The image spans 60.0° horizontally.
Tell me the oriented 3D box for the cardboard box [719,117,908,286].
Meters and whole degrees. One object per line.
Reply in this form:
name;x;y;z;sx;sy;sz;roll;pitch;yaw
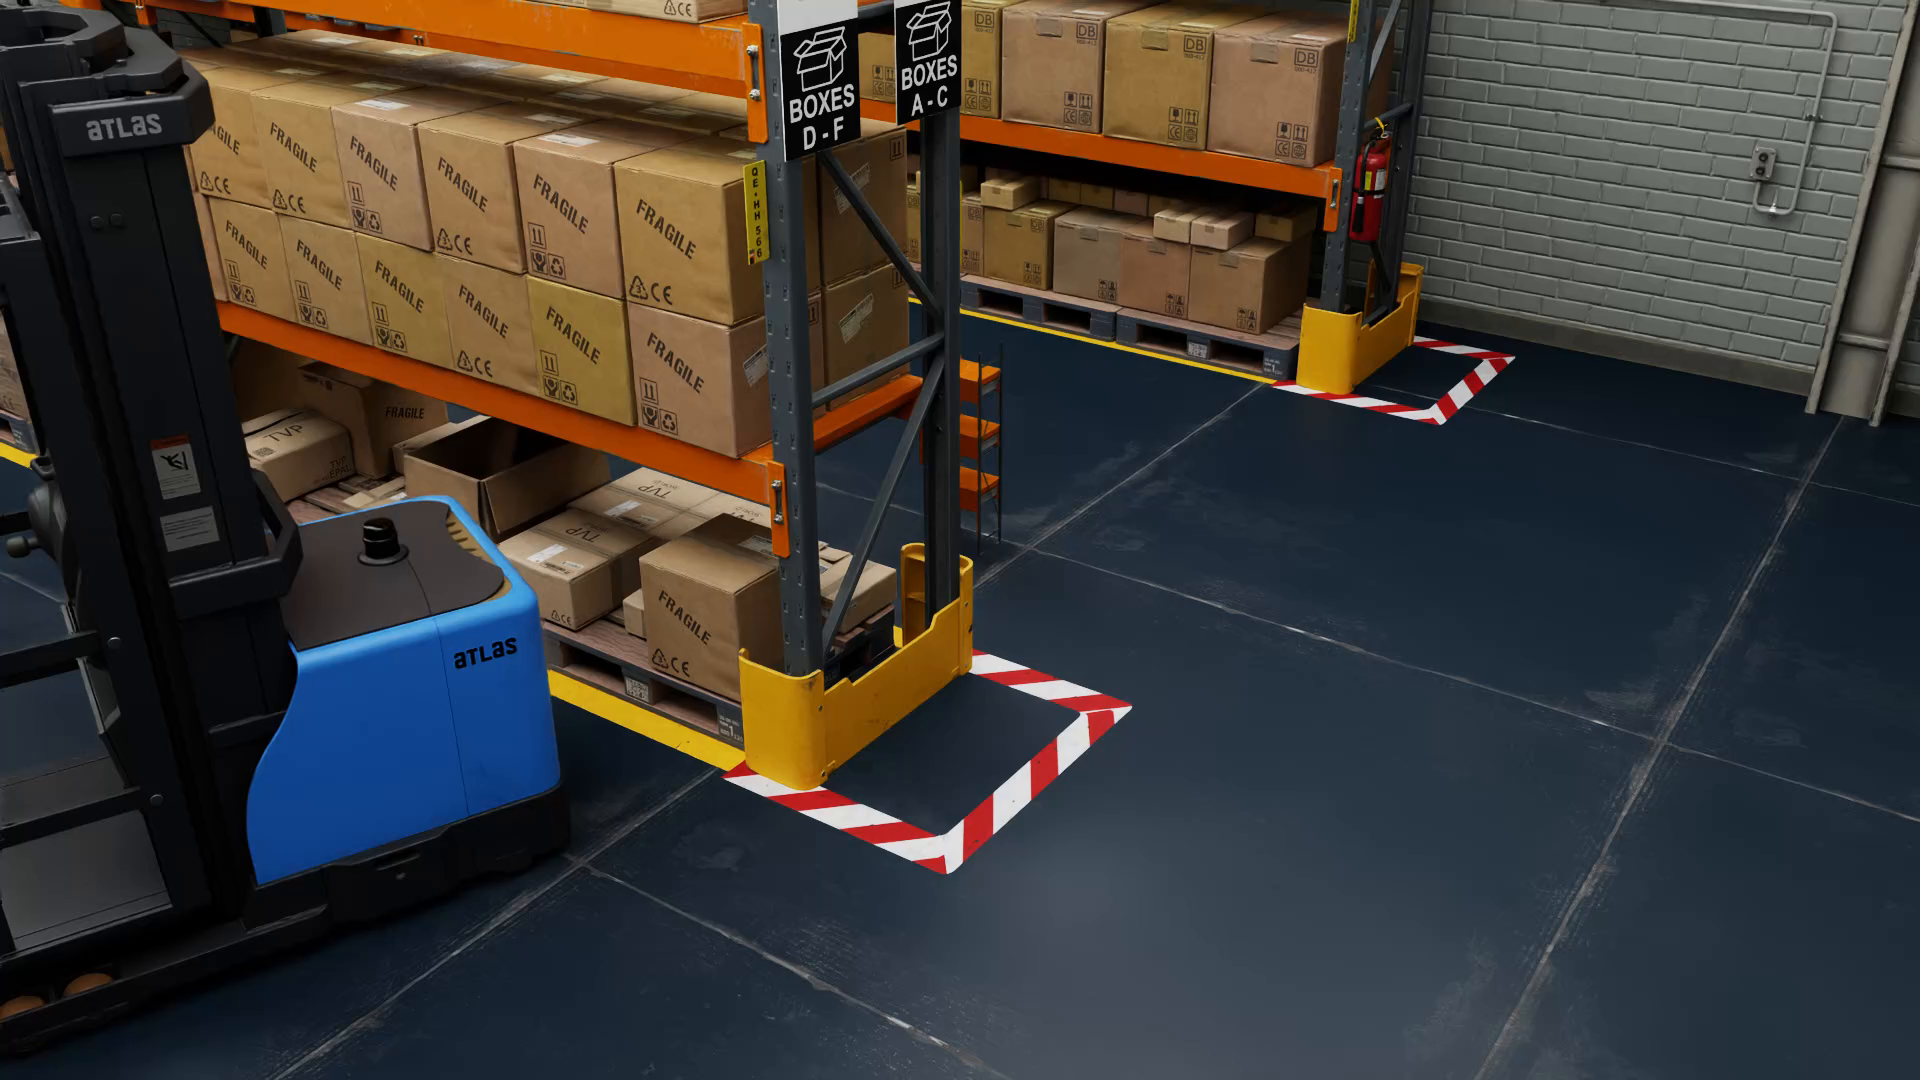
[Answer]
cardboard box;-0.547;-1.311;6.306;0.500;0.500;0.500;18;32;32

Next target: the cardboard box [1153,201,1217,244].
cardboard box;1.418;-1.996;10.443;0.250;0.149;0.380;18;32;32

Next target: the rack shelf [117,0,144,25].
rack shelf;-9.069;-5.736;17.006;4.000;0.370;1.077;17;32;30

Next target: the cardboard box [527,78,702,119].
cardboard box;-1.391;-1.573;6.820;0.500;0.500;0.500;18;32;31

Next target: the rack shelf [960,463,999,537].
rack shelf;0.044;-0.197;8.116;0.240;0.259;0.215;17;32;30

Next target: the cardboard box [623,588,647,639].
cardboard box;-1.201;0.273;7.045;0.250;0.166;0.380;17;32;30

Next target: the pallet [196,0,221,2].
pallet;-6.872;-5.207;15.385;1.213;0.211;1.003;17;32;30

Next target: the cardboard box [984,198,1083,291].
cardboard box;0.567;-2.068;11.300;0.500;0.500;0.700;18;32;31

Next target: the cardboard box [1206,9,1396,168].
cardboard box;2.045;-2.722;9.961;0.700;0.700;0.980;19;33;33

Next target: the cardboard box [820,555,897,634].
cardboard box;-0.481;0.230;7.149;0.250;0.149;0.380;17;32;30

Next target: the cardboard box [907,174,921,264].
cardboard box;-0.267;-2.331;11.816;0.500;0.500;0.700;18;32;31

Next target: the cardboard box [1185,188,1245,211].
cardboard box;1.636;-2.138;10.722;0.250;0.149;0.380;17;32;30

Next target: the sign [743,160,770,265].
sign;-0.661;-1.063;5.406;0.005;0.325;0.100;17;32;30

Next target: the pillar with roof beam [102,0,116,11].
pillar with roof beam;-12.088;-7.778;13.611;0.400;9.000;9.100;17;32;30

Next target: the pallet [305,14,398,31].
pallet;-4.771;-4.573;14.141;1.003;0.211;1.213;17;32;30

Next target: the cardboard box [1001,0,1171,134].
cardboard box;0.816;-3.104;10.711;0.700;0.700;0.980;16;31;28

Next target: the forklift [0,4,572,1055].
forklift;-2.923;0.001;5.016;3.031;2.935;1.130;-16;31;-28

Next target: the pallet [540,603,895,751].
pallet;-1.051;0.411;7.210;1.213;0.211;1.003;17;32;30

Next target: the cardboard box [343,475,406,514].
cardboard box;-2.685;-0.162;7.899;0.250;0.166;0.380;17;32;30

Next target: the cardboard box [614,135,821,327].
cardboard box;-0.853;-1.110;5.911;0.500;0.500;0.500;17;32;30

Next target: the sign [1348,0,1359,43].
sign;2.153;-2.884;9.071;0.005;0.325;0.100;17;32;30

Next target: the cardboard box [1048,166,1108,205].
cardboard box;0.800;-2.399;11.234;0.250;0.149;0.380;17;31;29

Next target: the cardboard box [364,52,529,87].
cardboard box;-2.225;-1.833;7.331;0.500;0.500;0.500;18;32;31

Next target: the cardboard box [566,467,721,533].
cardboard box;-1.442;-0.081;7.649;0.500;0.250;0.500;17;32;30

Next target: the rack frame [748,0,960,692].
rack frame;-0.330;-0.608;6.138;0.127;3.000;1.000;17;32;30

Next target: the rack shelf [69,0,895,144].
rack shelf;-1.979;-2.138;6.630;4.000;0.370;1.077;17;32;30

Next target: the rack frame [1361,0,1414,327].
rack frame;2.469;-2.460;9.777;0.053;2.616;0.949;17;32;30

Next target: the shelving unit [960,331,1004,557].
shelving unit;0.044;-0.454;7.985;0.252;1.050;0.215;17;32;30

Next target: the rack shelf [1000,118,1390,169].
rack shelf;0.823;-2.741;10.907;3.809;0.124;0.919;17;32;30

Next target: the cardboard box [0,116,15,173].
cardboard box;-5.119;-2.298;8.885;0.500;0.500;0.700;9;28;18

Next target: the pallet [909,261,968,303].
pallet;-0.243;-2.021;11.989;1.213;0.211;1.003;17;32;30

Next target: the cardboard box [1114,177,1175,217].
cardboard box;1.220;-2.268;10.977;0.250;0.149;0.380;18;32;31

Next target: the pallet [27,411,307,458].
pallet;-4.319;-0.587;9.172;1.213;0.211;1.003;17;32;30

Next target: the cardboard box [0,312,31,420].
cardboard box;-5.012;-0.996;9.171;0.500;0.500;0.500;18;32;31

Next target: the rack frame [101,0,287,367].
rack frame;-3.627;-1.635;8.156;0.127;3.000;1.000;17;32;30

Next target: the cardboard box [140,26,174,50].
cardboard box;-8.298;-4.876;16.796;0.544;0.500;0.544;18;32;31

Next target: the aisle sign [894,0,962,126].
aisle sign;-0.108;-1.859;5.730;0.004;0.787;0.394;17;32;30

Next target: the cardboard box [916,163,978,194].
cardboard box;-0.088;-2.464;11.362;0.250;0.149;0.380;19;32;32

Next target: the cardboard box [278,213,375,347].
cardboard box;-2.527;-1.188;7.166;0.500;0.500;0.500;17;32;30
